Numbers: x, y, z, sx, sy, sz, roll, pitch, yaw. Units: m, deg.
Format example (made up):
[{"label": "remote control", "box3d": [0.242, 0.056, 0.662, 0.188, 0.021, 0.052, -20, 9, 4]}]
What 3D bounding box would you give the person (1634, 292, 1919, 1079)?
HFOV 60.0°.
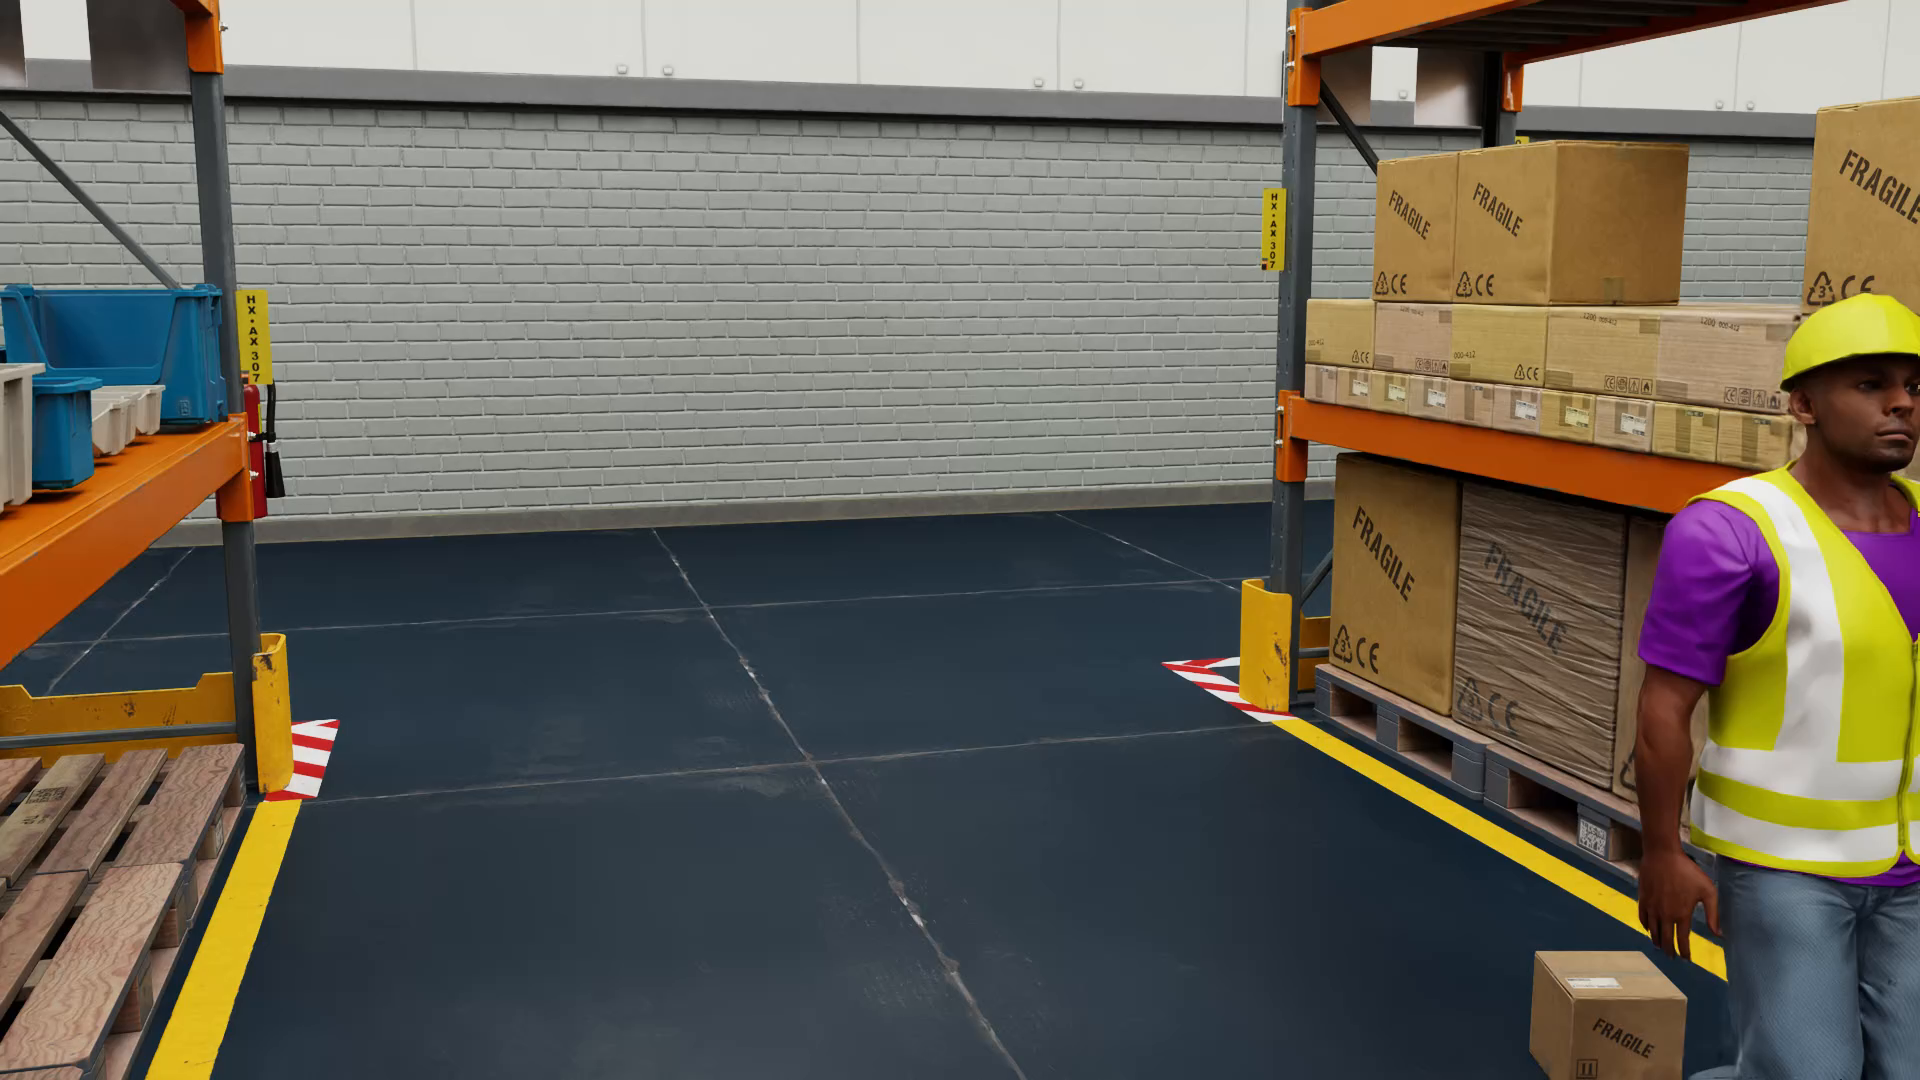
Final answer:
[{"label": "person", "box3d": [1.359, 0.492, 2.661, 0.572, 1.757, 0.591, -2, 9, -11]}]
